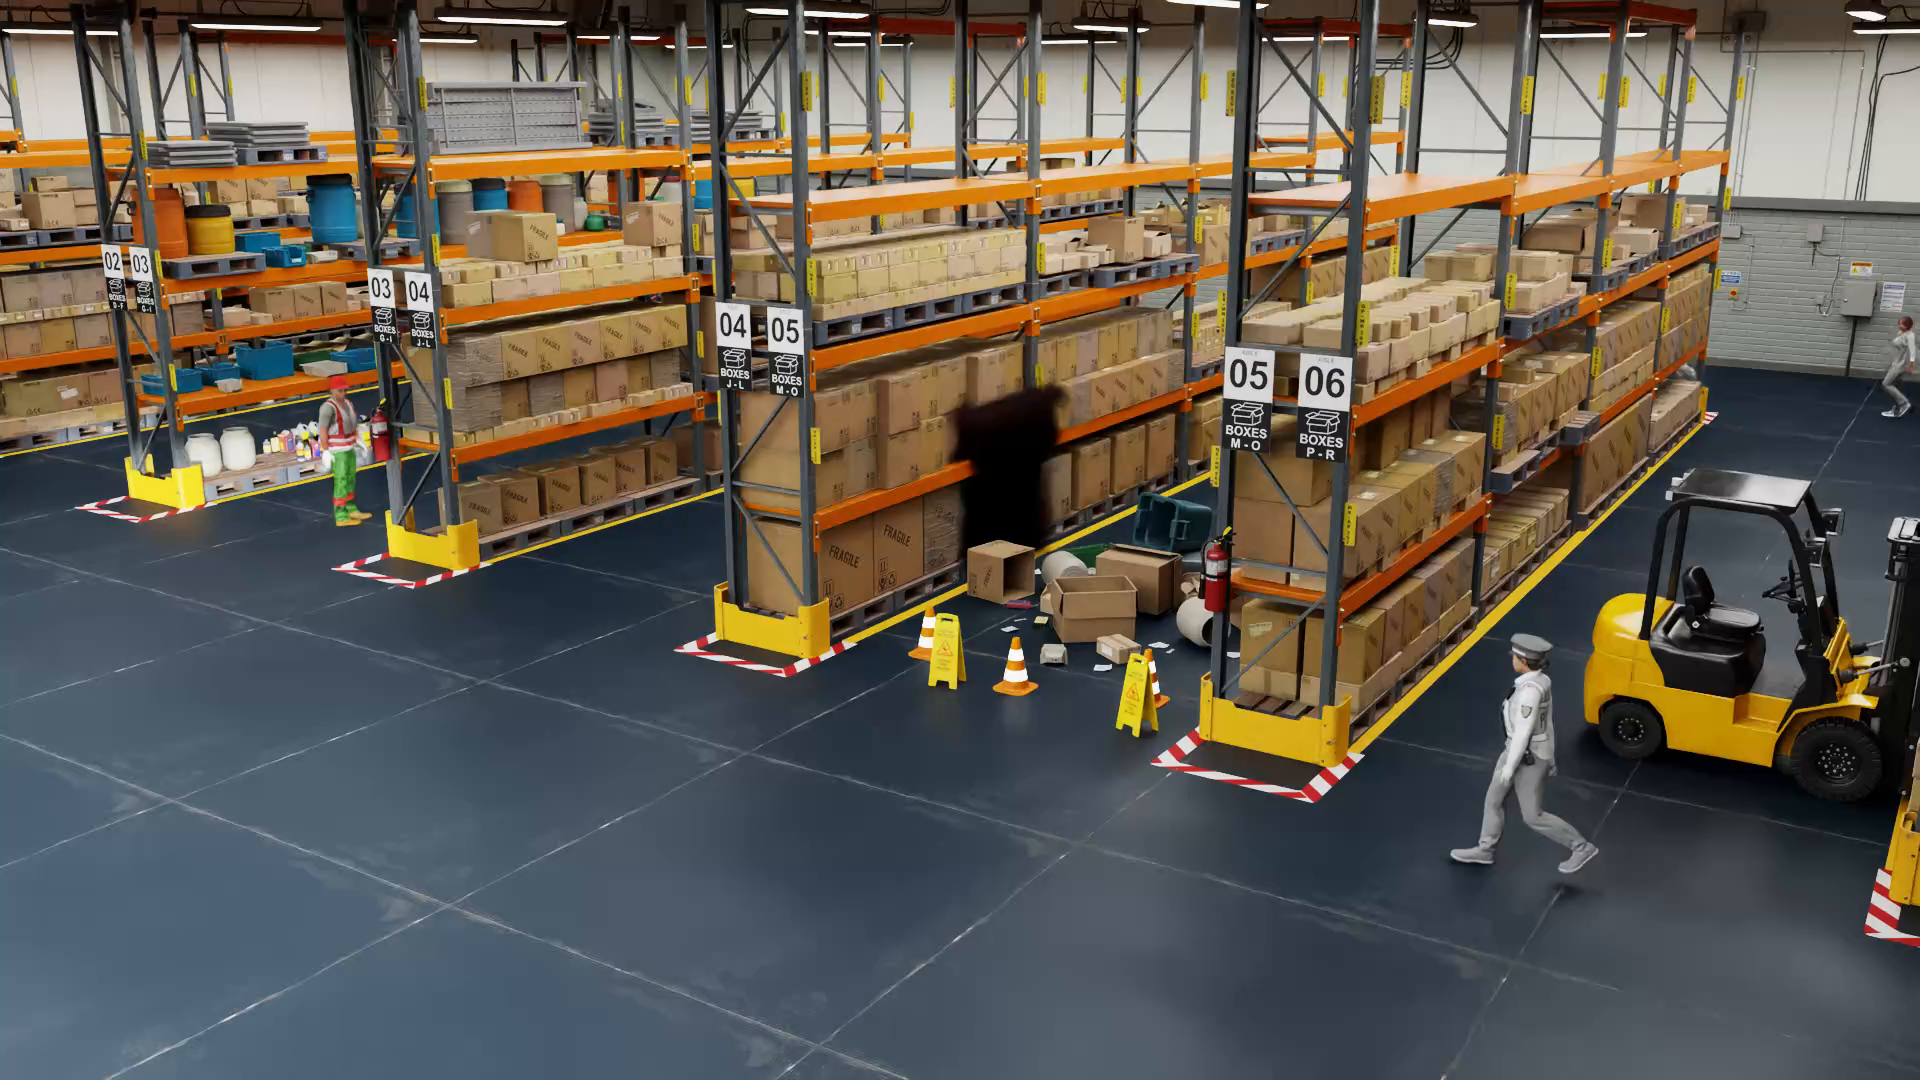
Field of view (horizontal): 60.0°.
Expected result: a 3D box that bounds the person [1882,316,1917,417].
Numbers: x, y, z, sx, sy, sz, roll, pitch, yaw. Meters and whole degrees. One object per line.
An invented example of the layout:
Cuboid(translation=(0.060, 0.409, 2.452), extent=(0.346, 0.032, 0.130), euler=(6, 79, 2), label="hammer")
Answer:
Cuboid(translation=(14.652, -2.701, 25.893), extent=(0.437, 1.590, 0.413), euler=(9, 18, 29), label="person")

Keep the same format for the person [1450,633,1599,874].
Cuboid(translation=(3.756, 1.437, 10.970), extent=(0.869, 1.635, 0.451), euler=(3, 16, 11), label="person")

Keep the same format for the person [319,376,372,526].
Cuboid(translation=(-7.279, -1.066, 19.693), extent=(0.389, 1.794, 0.566), euler=(0, 16, 1), label="person")

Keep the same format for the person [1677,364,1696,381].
Cuboid(translation=(12.261, -3.355, 27.933), extent=(0.579, 1.773, 0.526), euler=(9, 18, 29), label="person")

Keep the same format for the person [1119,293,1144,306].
Cuboid(translation=(3.442, -4.945, 33.836), extent=(0.610, 1.712, 0.525), euler=(11, 19, 35), label="person")
